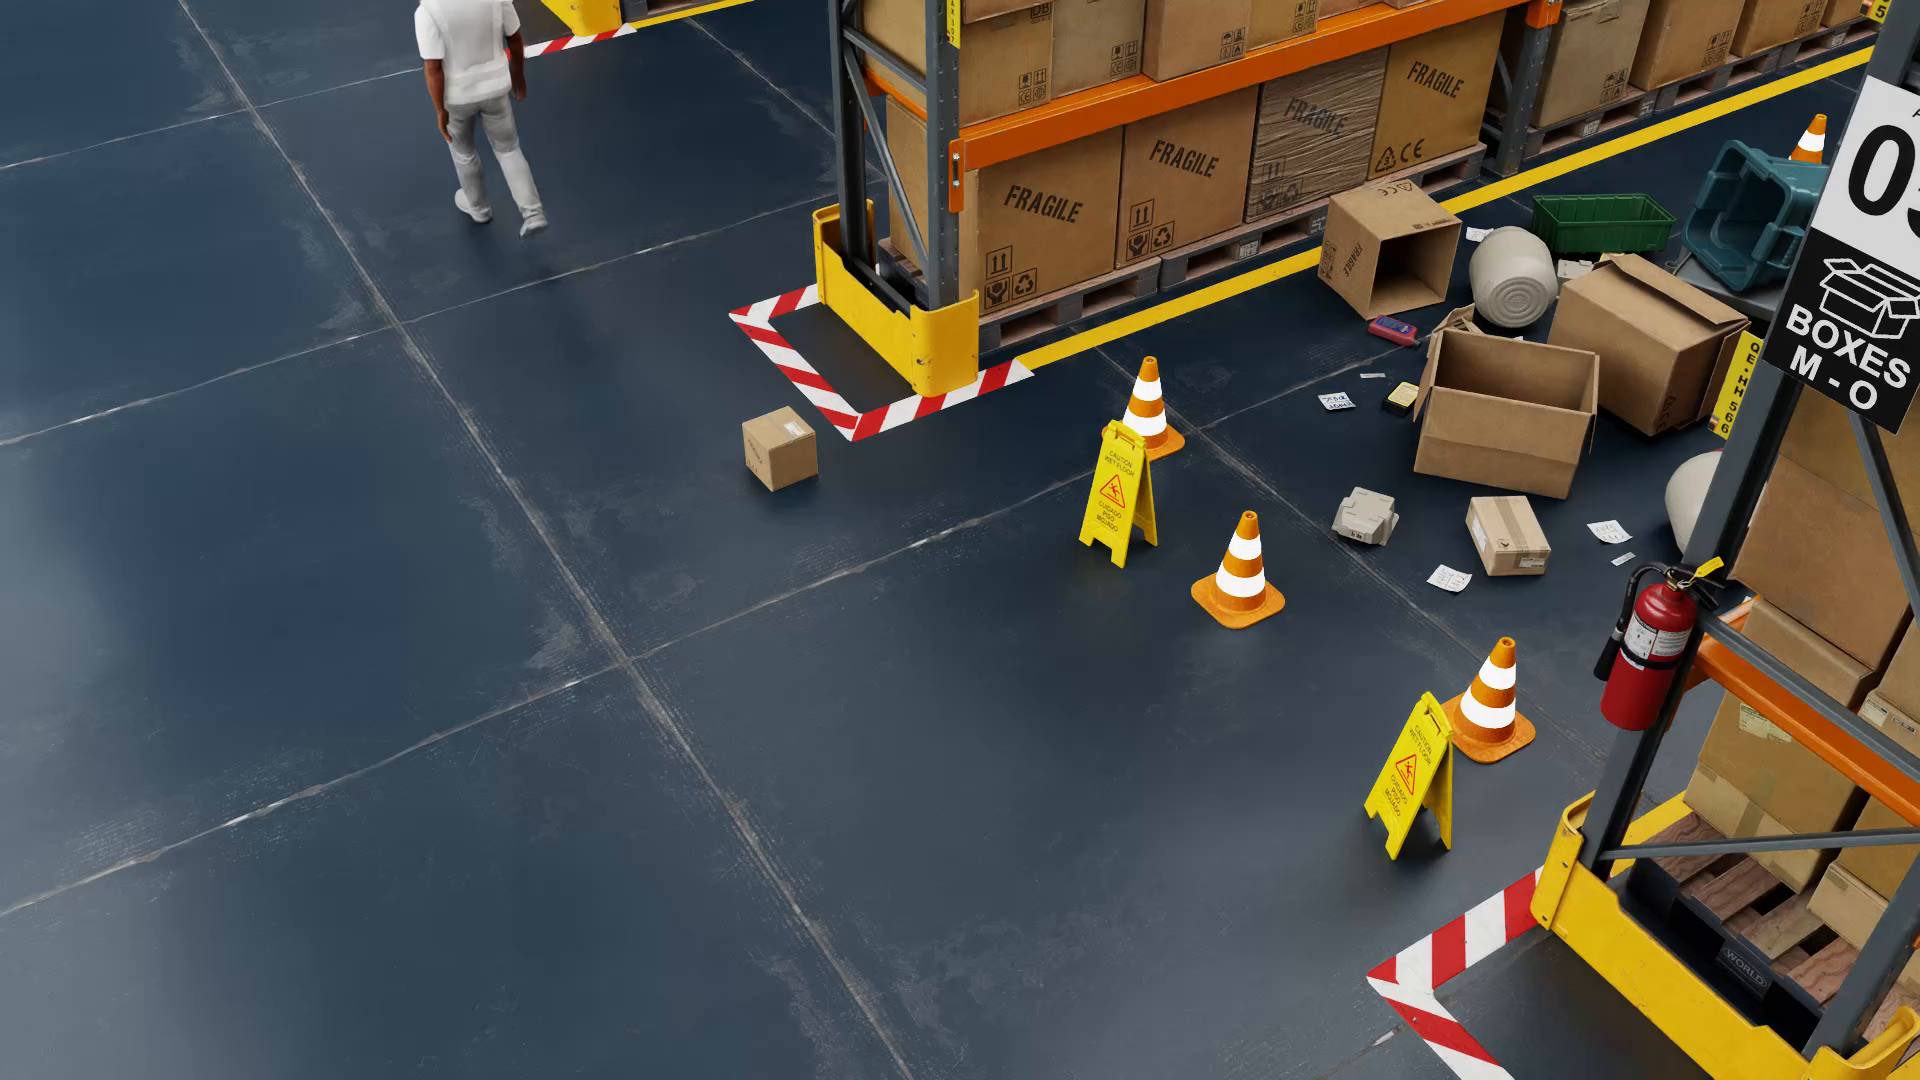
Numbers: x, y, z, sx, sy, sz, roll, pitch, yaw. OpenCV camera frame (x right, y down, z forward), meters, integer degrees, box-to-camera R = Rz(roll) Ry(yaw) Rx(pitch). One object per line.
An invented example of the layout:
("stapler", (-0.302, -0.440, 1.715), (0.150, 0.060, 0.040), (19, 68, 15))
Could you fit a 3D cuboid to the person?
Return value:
("person", (-2.590, -2.432, 8.983), (0.581, 1.741, 0.928), (-23, 46, -25))
